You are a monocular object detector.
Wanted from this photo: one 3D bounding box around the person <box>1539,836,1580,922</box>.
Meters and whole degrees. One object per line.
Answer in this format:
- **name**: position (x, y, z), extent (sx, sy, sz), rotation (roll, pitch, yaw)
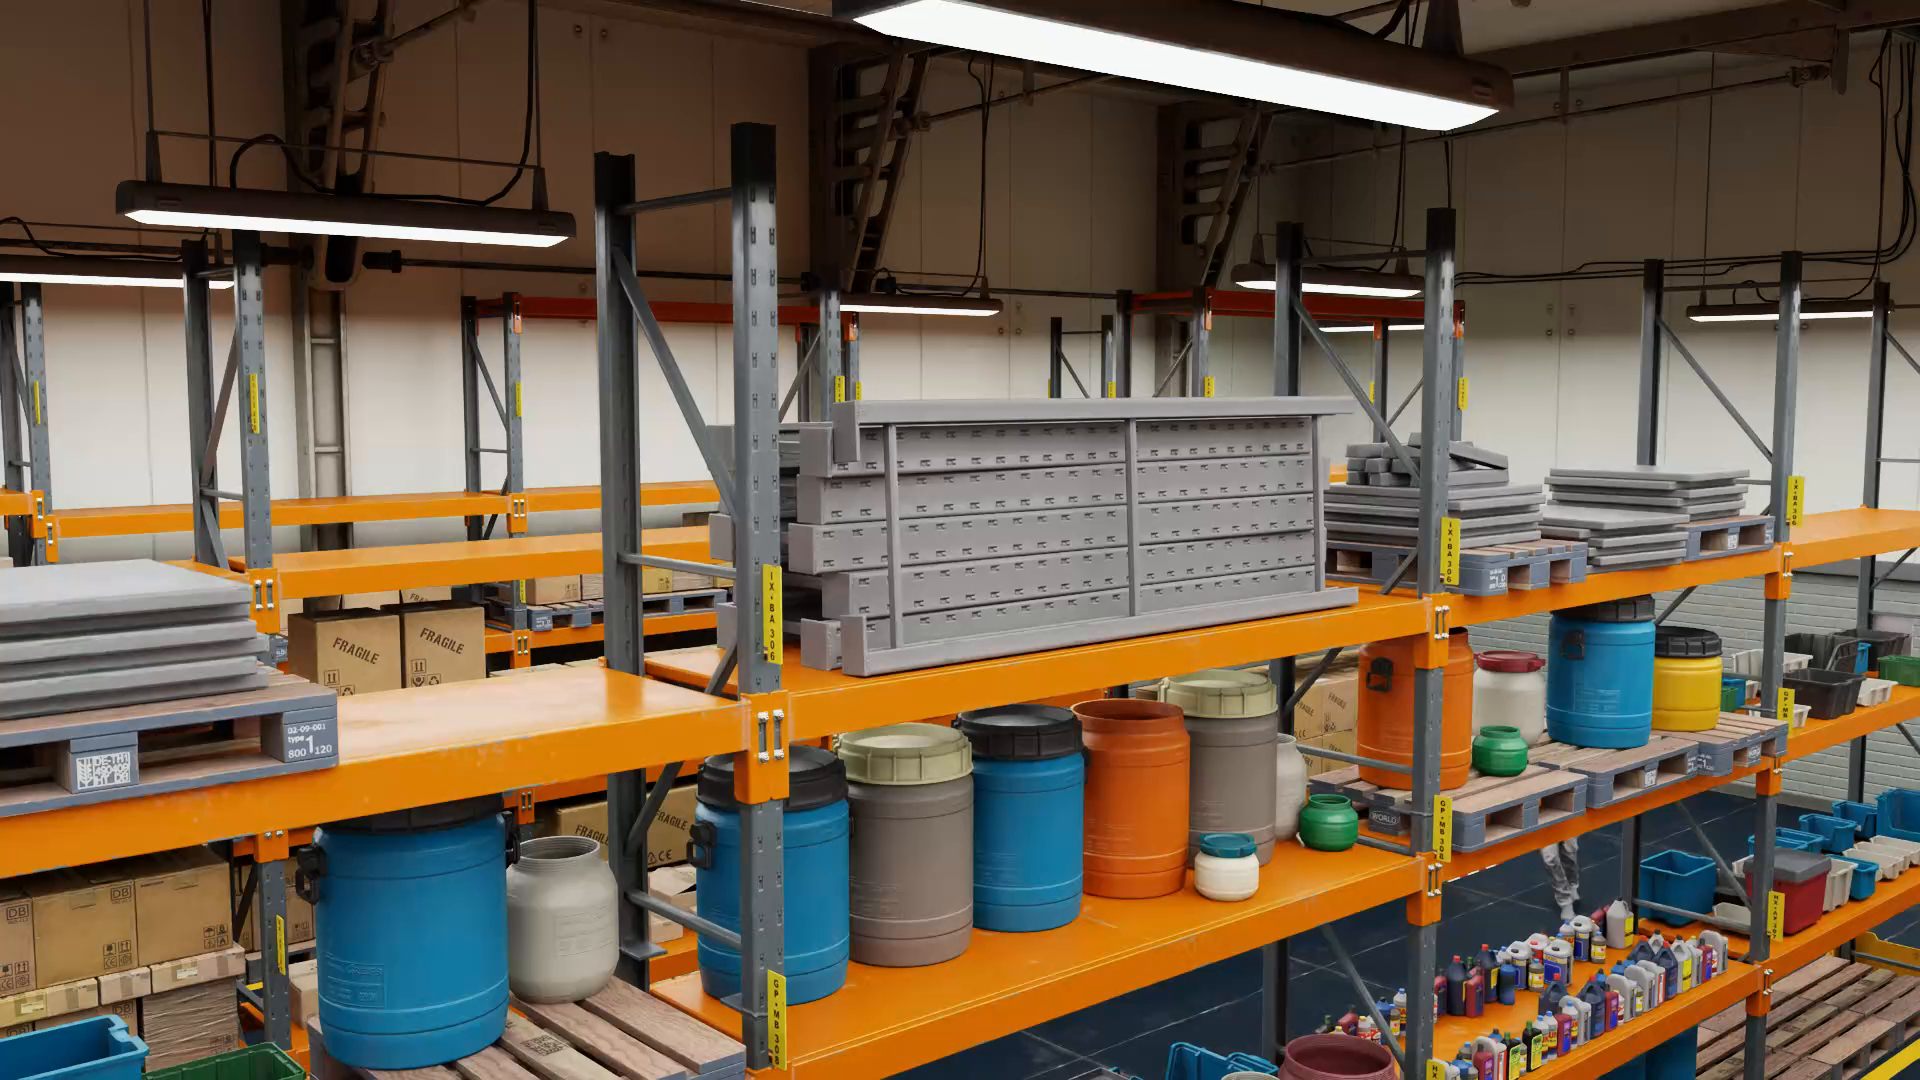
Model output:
- **person**: position (5.758, 2.753, 16.285), extent (0.683, 1.799, 0.794), rotation (1, 6, 15)
